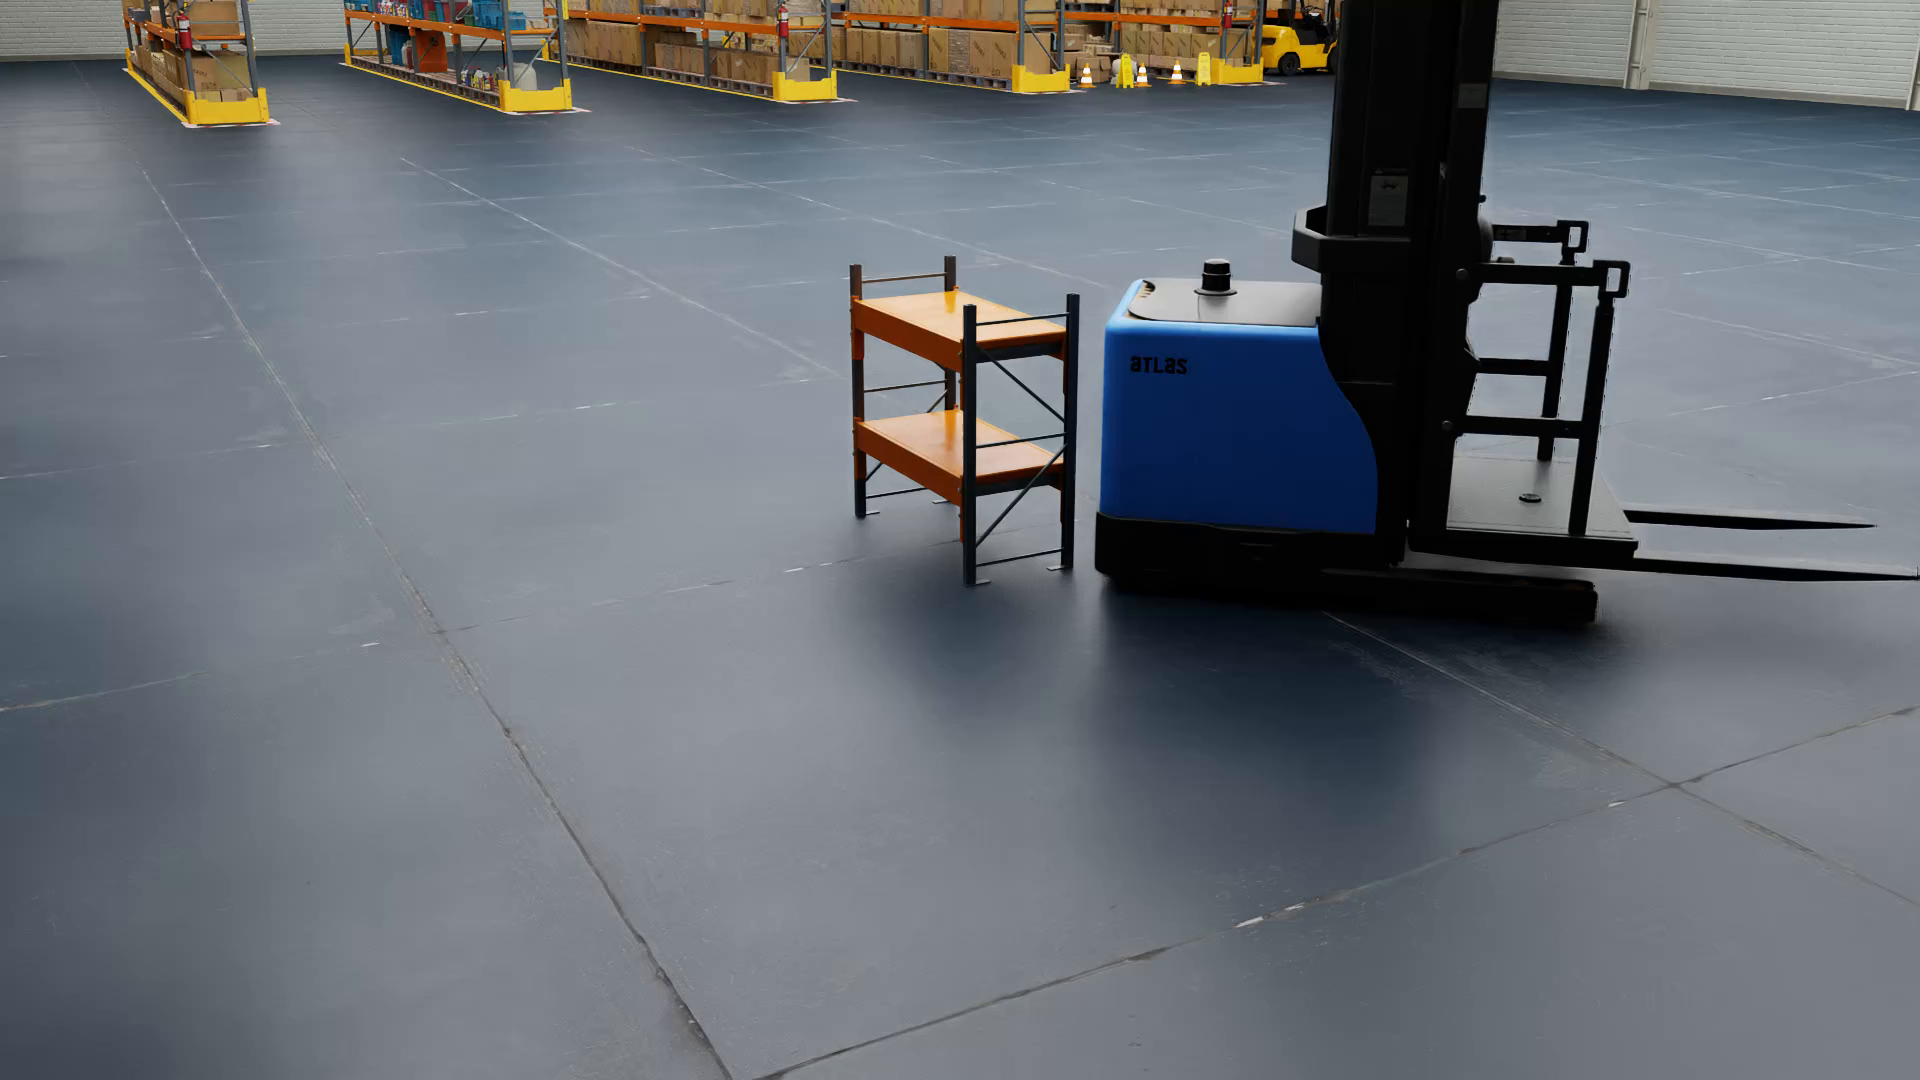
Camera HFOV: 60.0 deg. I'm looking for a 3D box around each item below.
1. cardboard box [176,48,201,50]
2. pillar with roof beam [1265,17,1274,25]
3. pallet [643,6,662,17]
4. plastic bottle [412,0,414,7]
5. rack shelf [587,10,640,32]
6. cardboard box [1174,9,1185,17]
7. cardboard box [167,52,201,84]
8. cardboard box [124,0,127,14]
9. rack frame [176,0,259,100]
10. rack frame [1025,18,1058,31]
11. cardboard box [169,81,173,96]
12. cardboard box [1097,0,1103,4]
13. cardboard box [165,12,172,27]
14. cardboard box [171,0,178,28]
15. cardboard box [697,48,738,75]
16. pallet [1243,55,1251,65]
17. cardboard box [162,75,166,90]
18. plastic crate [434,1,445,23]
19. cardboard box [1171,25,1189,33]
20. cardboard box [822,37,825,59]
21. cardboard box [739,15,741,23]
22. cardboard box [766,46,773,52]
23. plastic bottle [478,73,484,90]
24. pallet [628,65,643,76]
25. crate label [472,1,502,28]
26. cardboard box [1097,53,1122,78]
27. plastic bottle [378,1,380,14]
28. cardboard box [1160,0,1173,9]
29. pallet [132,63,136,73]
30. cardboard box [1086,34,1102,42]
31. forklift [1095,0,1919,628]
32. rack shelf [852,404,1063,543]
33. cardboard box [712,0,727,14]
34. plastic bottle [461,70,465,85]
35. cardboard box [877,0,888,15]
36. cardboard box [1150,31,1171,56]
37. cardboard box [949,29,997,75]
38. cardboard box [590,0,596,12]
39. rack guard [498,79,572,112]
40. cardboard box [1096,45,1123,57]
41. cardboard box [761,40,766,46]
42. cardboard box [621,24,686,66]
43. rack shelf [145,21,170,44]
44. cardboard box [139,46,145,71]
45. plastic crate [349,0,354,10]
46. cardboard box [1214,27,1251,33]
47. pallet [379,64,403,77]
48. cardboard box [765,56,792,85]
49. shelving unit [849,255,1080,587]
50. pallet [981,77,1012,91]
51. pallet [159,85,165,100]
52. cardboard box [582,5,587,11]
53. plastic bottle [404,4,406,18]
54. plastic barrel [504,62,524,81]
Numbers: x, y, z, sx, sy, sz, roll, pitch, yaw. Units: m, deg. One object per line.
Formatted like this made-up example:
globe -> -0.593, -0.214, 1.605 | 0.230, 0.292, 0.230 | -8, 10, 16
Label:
cardboard box -> -15.799, -9.813, 34.128 | 0.500, 0.500, 0.500 | -10, 22, -27
pillar with roof beam -> 4.085, -16.090, 39.965 | 9.100, 9.000, 0.400 | -10, 21, -27
pallet -> -6.194, -11.572, 36.362 | 1.213, 0.211, 1.003 | -10, 21, -27
plastic bottle -> -12.200, -11.920, 37.152 | 0.144, 0.351, 0.185 | -10, 21, -27
rack shelf -> -7.576, -12.085, 38.657 | 1.077, 0.370, 4.000 | -10, 21, -27
cardboard box -> 4.859, -11.401, 35.958 | 0.380, 0.149, 0.250 | -10, 22, -27
cardboard box -> -13.027, -7.954, 28.004 | 0.500, 0.500, 0.500 | -10, 21, -27
cardboard box -> -18.681, -12.201, 37.738 | 0.500, 0.500, 0.500 | -10, 21, -27
rack frame -> -11.548, -8.021, 25.777 | 1.000, 3.000, 0.127 | -10, 21, -27
rack frame -> 2.095, -13.386, 41.325 | 1.000, 3.000, 0.127 | -10, 21, -27
cardboard box -> -13.261, -7.743, 28.545 | 0.500, 0.250, 0.500 | -10, 21, -27
cardboard box -> 3.397, -12.501, 38.501 | 0.380, 0.149, 0.250 | -11, 22, -28
cardboard box -> -14.026, -9.329, 29.776 | 0.396, 0.266, 0.258 | -11, 22, -28
cardboard box -> -12.975, -8.939, 28.286 | 0.700, 0.500, 0.500 | -10, 22, -27
cardboard box -> -5.000, -9.908, 34.405 | 0.700, 0.500, 0.500 | -12, 22, -31
pallet -> 7.393, -12.245, 42.295 | 1.003, 0.211, 1.213 | -10, 21, -27
cardboard box -> -14.138, -8.287, 30.121 | 0.500, 0.250, 0.500 | -10, 22, -27
plastic crate -> -9.884, -10.196, 32.106 | 0.392, 0.384, 0.575 | -10, 21, -27
cardboard box -> 4.810, -11.082, 36.076 | 0.380, 0.149, 0.250 | -9, 21, -24
cardboard box -> -2.999, -11.905, 40.222 | 0.500, 0.500, 0.500 | -9, 21, -24
cardboard box -> -4.007, -9.982, 31.846 | 0.380, 0.149, 0.250 | -10, 21, -27
cardboard box -> -4.831, -12.802, 43.361 | 0.380, 0.149, 0.250 | -11, 22, -28
plastic bottle -> -8.606, -8.283, 30.038 | 0.152, 0.276, 0.135 | -11, 22, -28
pallet -> -6.935, -10.770, 38.021 | 1.003, 0.211, 1.213 | -10, 21, -27
crate label -> -8.299, -9.290, 29.401 | 0.502, 0.435, 0.616 | -10, 21, -27
cardboard box -> 3.306, -10.539, 36.902 | 0.500, 0.500, 0.500 | 4, 19, 11
plastic bottle -> -13.086, -12.005, 37.503 | 0.061, 0.283, 0.133 | -10, 21, -27
cardboard box -> 4.701, -11.827, 36.199 | 0.500, 0.500, 0.500 | -10, 21, -26
pallet -> -18.730, -11.045, 38.817 | 1.003, 0.211, 1.213 | -10, 21, -27
cardboard box -> 3.869, -14.427, 47.890 | 0.396, 0.266, 0.258 | -9, 21, -25
forklift -> 2.104, -1.246, 6.250 | 3.031, 2.935, 1.130 | 4, 19, 11
rack shelf -> -0.003, -0.303, 7.033 | 0.538, 0.278, 1.000 | -10, 21, -27
cardboard box -> -4.361, -10.603, 32.650 | 0.875, 0.500, 0.500 | -10, 21, -27
plastic bottle -> -9.321, -8.694, 31.237 | 0.097, 0.271, 0.097 | 0, 19, 0
cardboard box -> -1.520, -12.033, 37.251 | 0.500, 0.500, 0.500 | -10, 22, -27
cardboard box -> 4.546, -10.978, 36.770 | 0.500, 0.500, 0.500 | -9, 21, -24
cardboard box -> 0.354, -10.186, 34.666 | 0.875, 0.875, 0.875 | -10, 21, -26
cardboard box -> -8.528, -12.875, 39.693 | 0.500, 0.500, 0.500 | -10, 21, -26
rack guard -> -7.264, -7.620, 28.447 | 1.175, 0.500, 0.348 | -10, 21, -27
cardboard box -> 3.743, -11.344, 38.792 | 0.950, 0.372, 0.625 | -10, 21, -26
cardboard box -> -4.996, -13.078, 43.704 | 0.380, 0.149, 0.250 | -9, 21, -25
cardboard box -> -6.936, -11.246, 37.738 | 1.225, 0.875, 0.875 | -11, 22, -29
rack shelf -> -14.397, -9.403, 30.886 | 1.077, 0.370, 4.000 | -10, 21, -27
cardboard box -> -17.231, -10.315, 35.584 | 0.500, 0.500, 0.500 | -11, 22, -29
plastic crate -> -14.644, -13.018, 40.425 | 0.416, 0.233, 0.300 | -10, 21, -27
cardboard box -> 7.063, -12.864, 42.810 | 0.875, 0.625, 0.625 | -9, 21, -25
pallet -> -12.555, -10.686, 37.775 | 1.003, 0.211, 1.213 | -10, 21, -27
cardboard box -> -3.424, -8.919, 31.569 | 0.500, 0.500, 0.500 | -4, 20, -12
shelving unit -> -0.003, -0.534, 6.954 | 0.538, 1.125, 1.048 | -10, 21, -27
pallet -> 1.137, -9.193, 33.448 | 1.003, 0.211, 1.213 | -10, 21, -27
pallet -> -14.415, -8.407, 31.171 | 1.003, 0.211, 1.213 | -10, 21, -27
cardboard box -> -8.959, -12.917, 40.351 | 0.380, 0.149, 0.250 | -10, 21, -26
plastic bottle -> -11.663, -11.145, 35.009 | 0.061, 0.283, 0.133 | -10, 21, -27
plastic barrel -> -7.804, -8.130, 29.265 | 0.421, 0.512, 0.421 | 0, 19, 0
